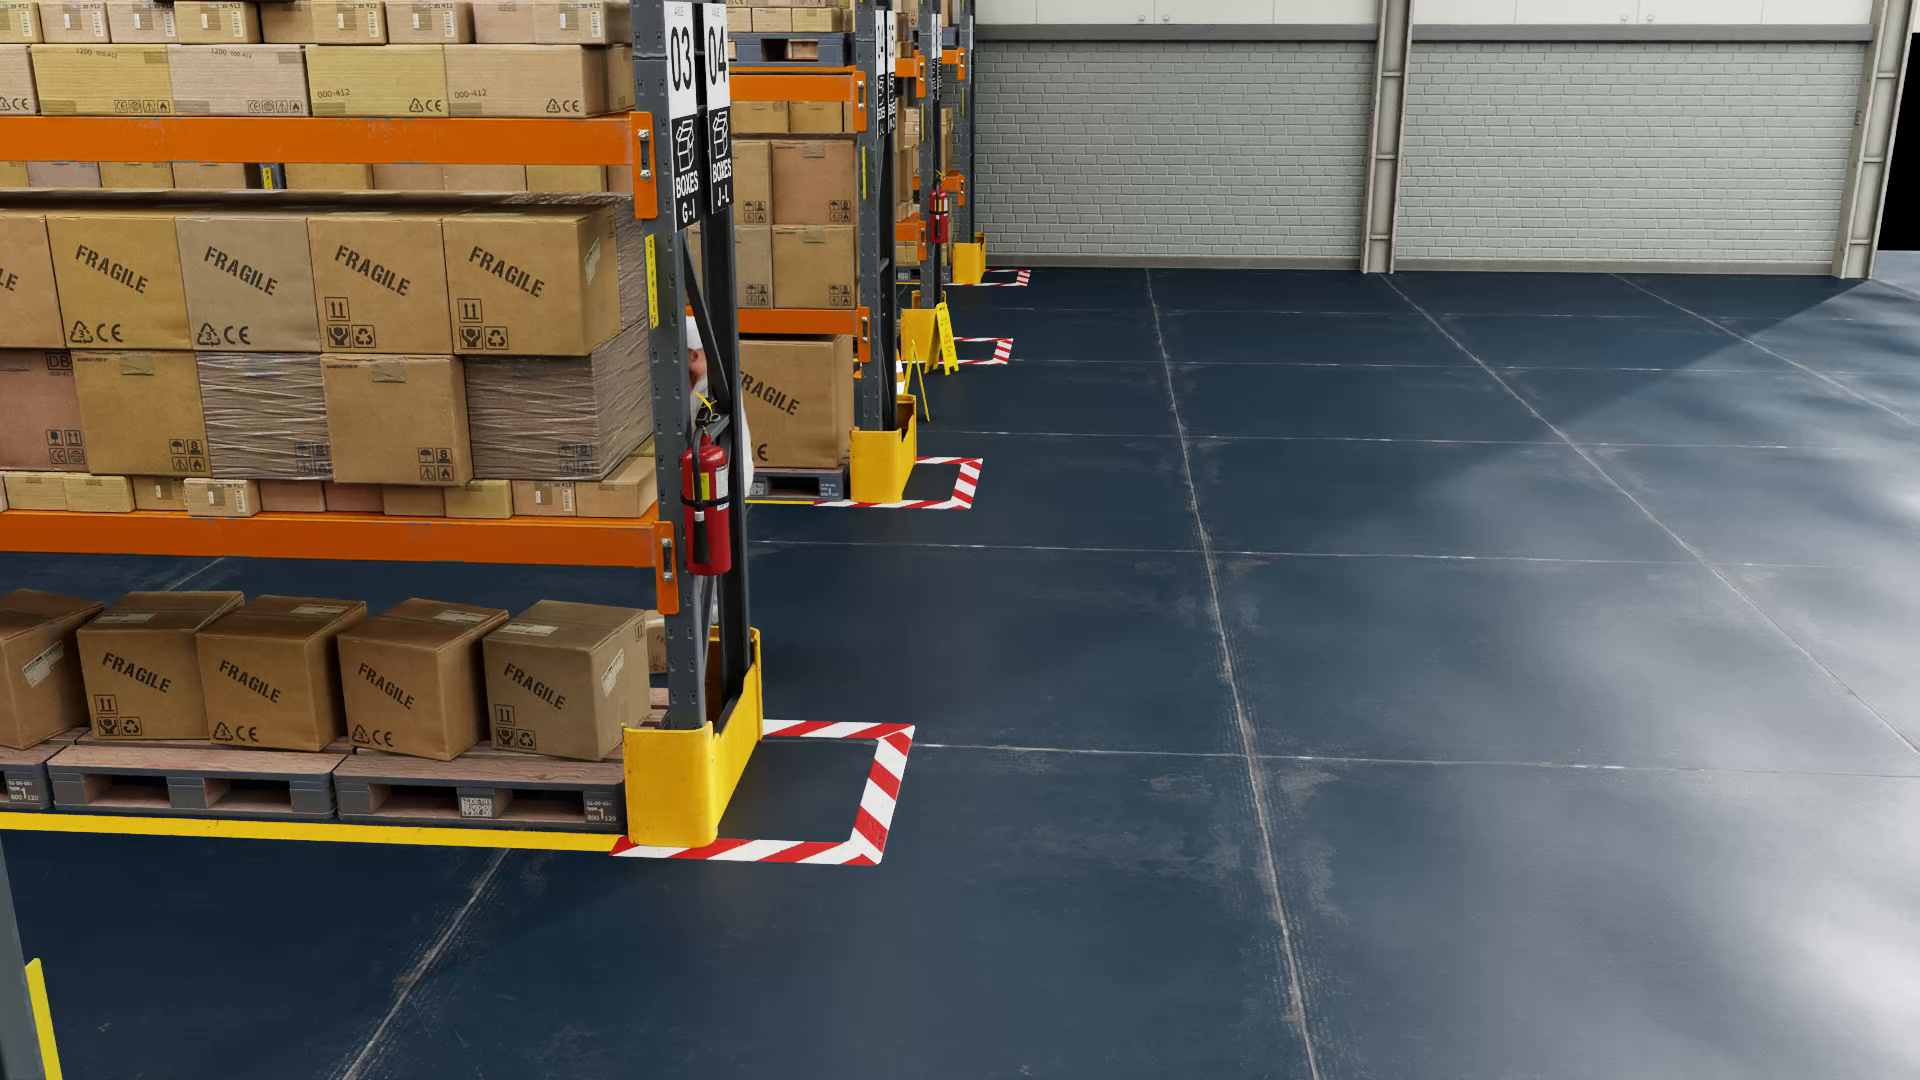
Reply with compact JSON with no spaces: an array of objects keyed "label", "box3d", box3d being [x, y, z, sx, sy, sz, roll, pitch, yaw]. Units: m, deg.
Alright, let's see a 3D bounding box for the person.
[{"label":"person","box3d":[-1.267,-0.237,8.285,0.453,1.777,0.608,-5,18,-17]}]
